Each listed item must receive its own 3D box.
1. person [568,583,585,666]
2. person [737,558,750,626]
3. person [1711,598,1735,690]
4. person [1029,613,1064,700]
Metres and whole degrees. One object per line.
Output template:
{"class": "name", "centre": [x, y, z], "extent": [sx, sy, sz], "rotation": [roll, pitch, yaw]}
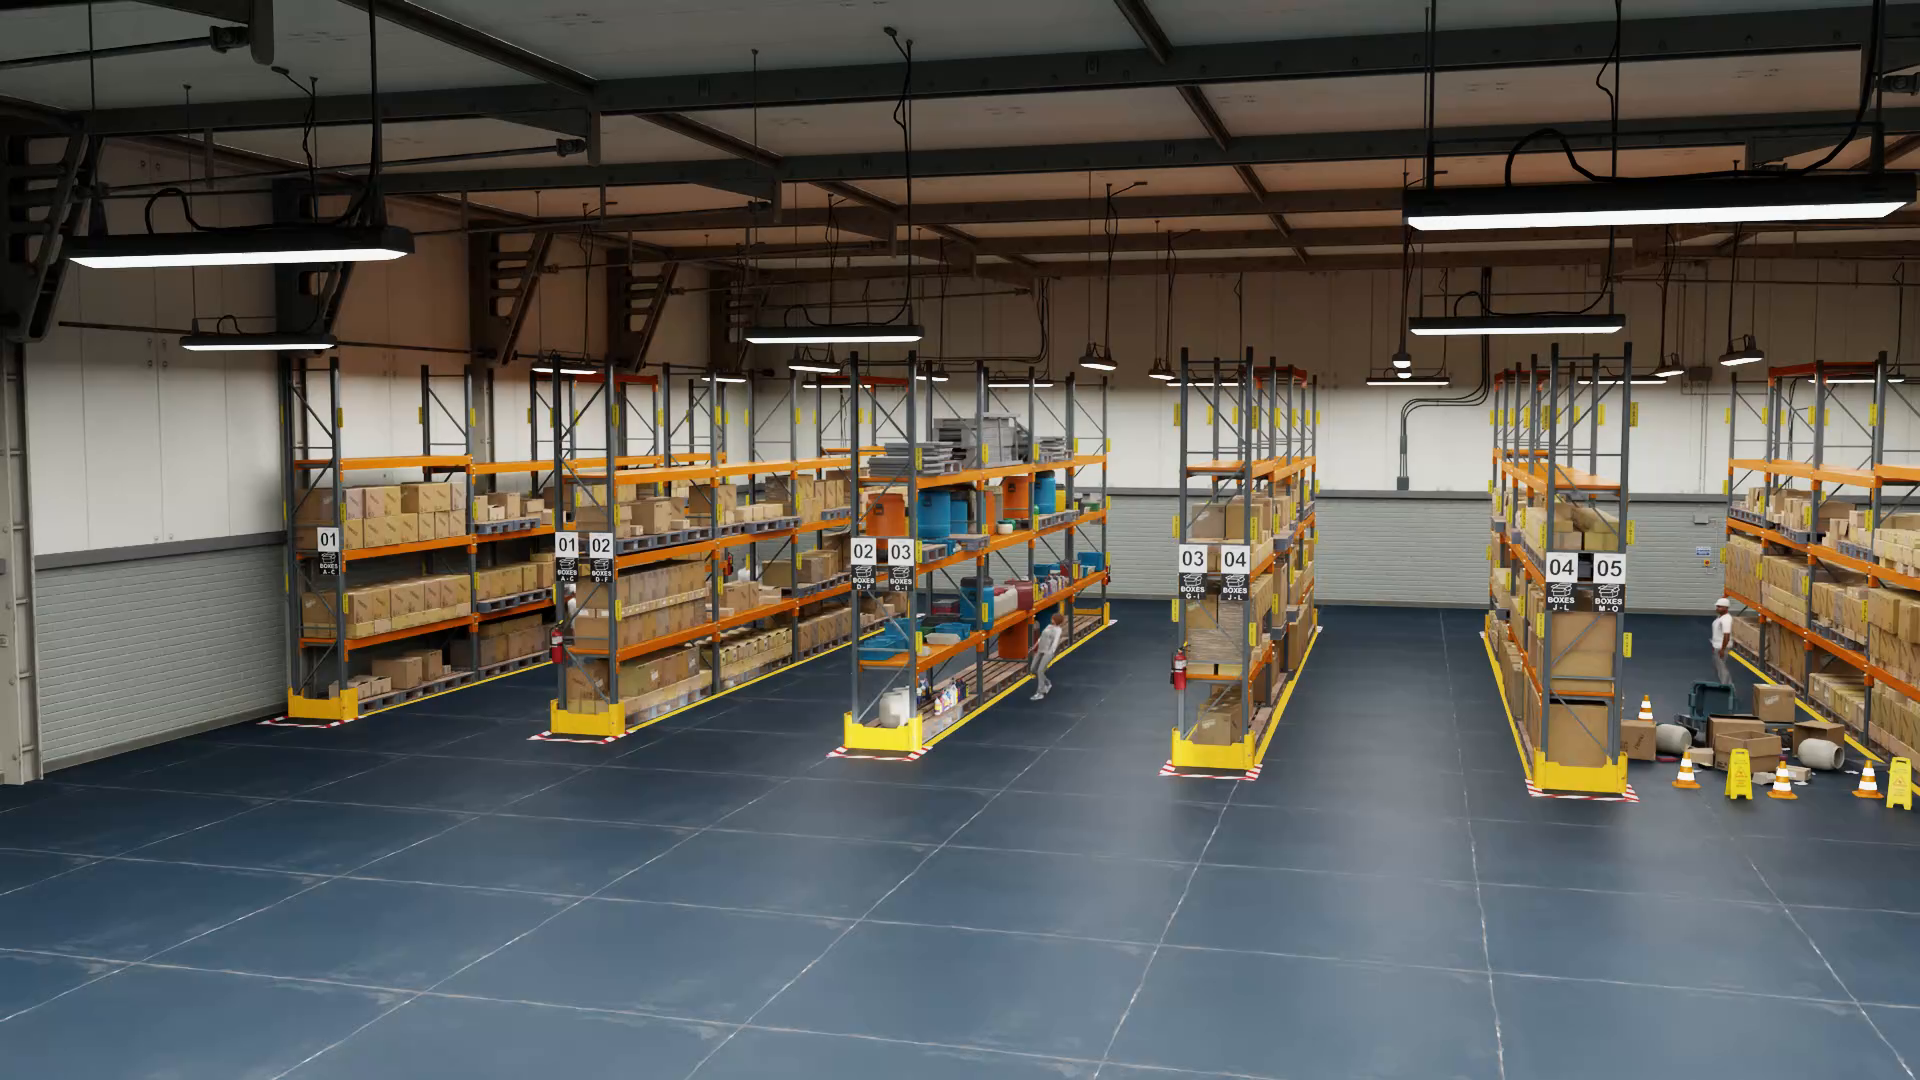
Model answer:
{"class": "person", "centre": [-7.413, 1.736, 32.574], "extent": [0.463, 1.799, 0.571], "rotation": [0, 4, 1]}
{"class": "person", "centre": [-5.133, 1.227, 40.029], "extent": [0.540, 1.632, 0.978], "rotation": [1, 4, 9]}
{"class": "person", "centre": [13.681, 1.927, 29.835], "extent": [0.425, 1.768, 0.567], "rotation": [3, 5, 34]}
{"class": "person", "centre": [1.495, 2.072, 29.662], "extent": [0.652, 1.522, 0.431], "rotation": [-2, 5, -28]}
